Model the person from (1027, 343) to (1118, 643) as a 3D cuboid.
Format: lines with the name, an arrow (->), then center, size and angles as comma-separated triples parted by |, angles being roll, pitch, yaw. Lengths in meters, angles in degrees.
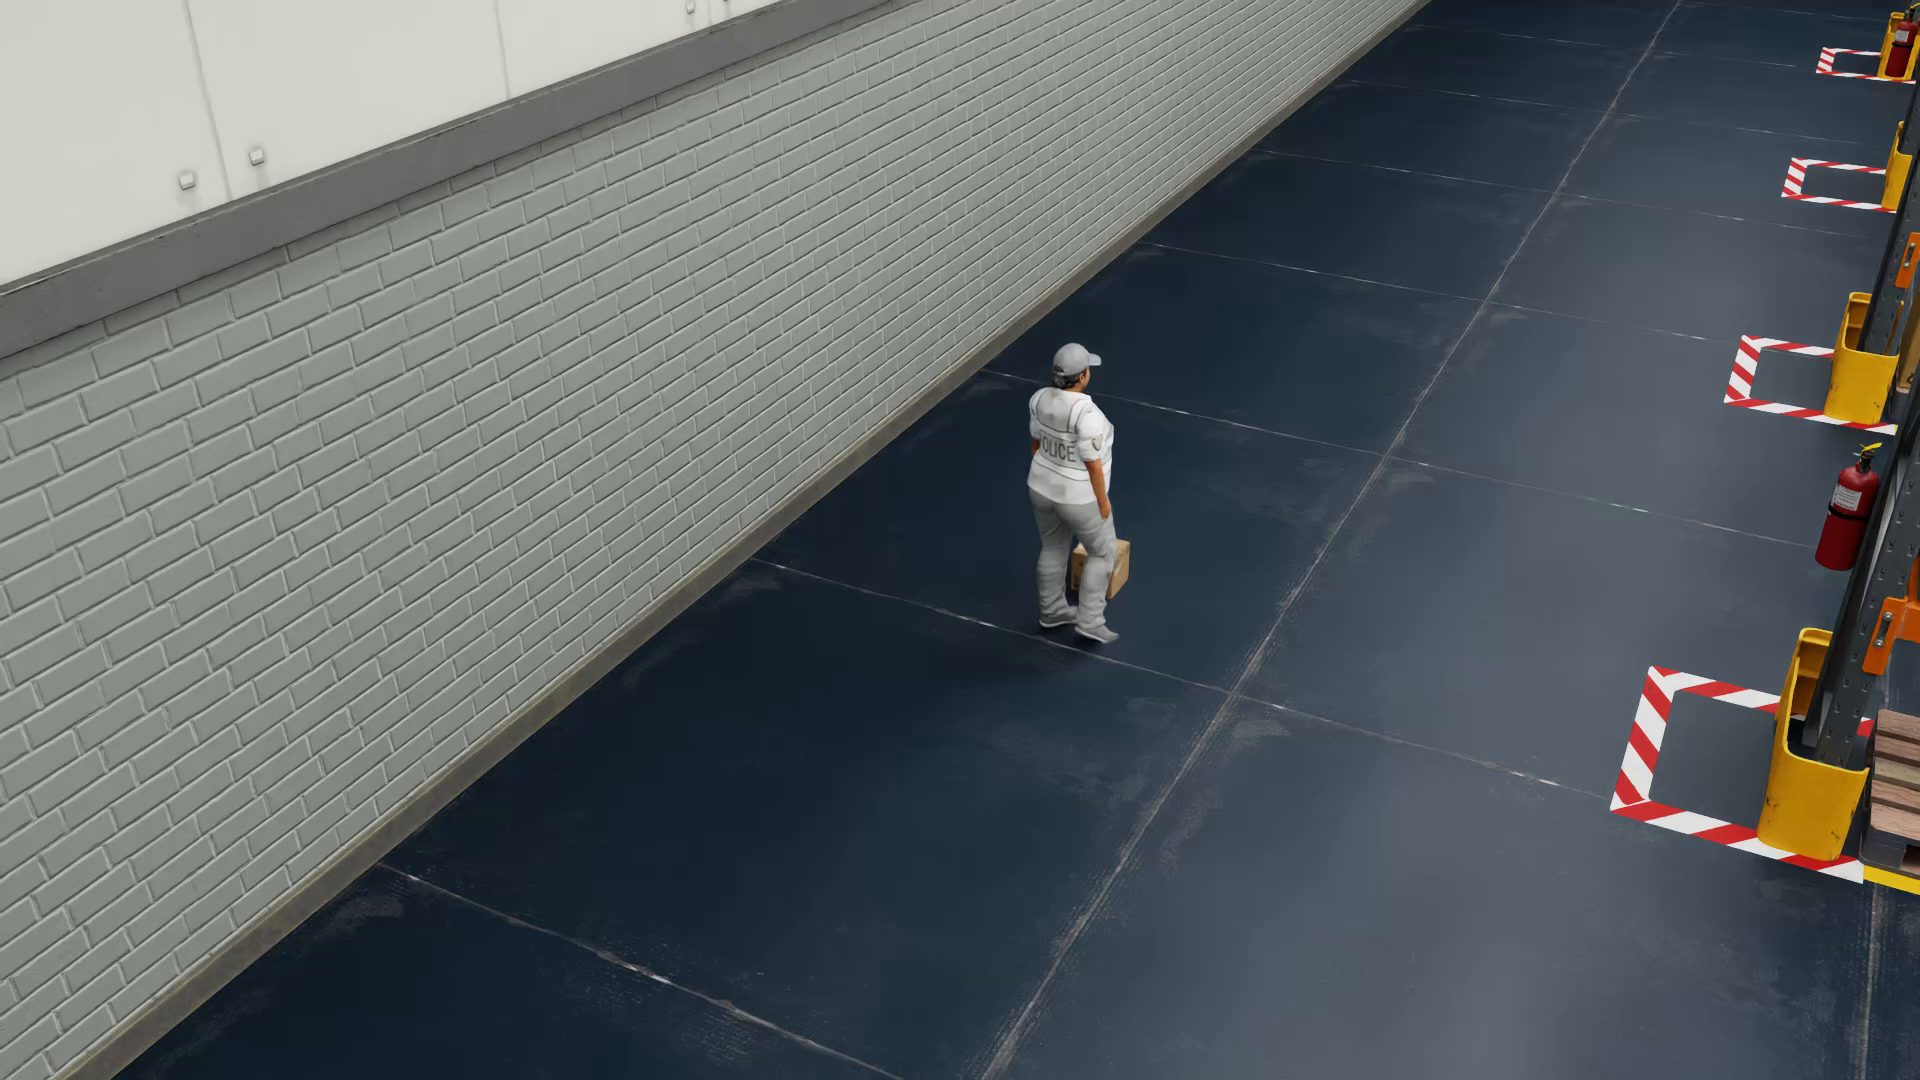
person -> 0.589, -0.212, 8.693 | 0.382, 1.727, 0.528 | -26, 39, -37
